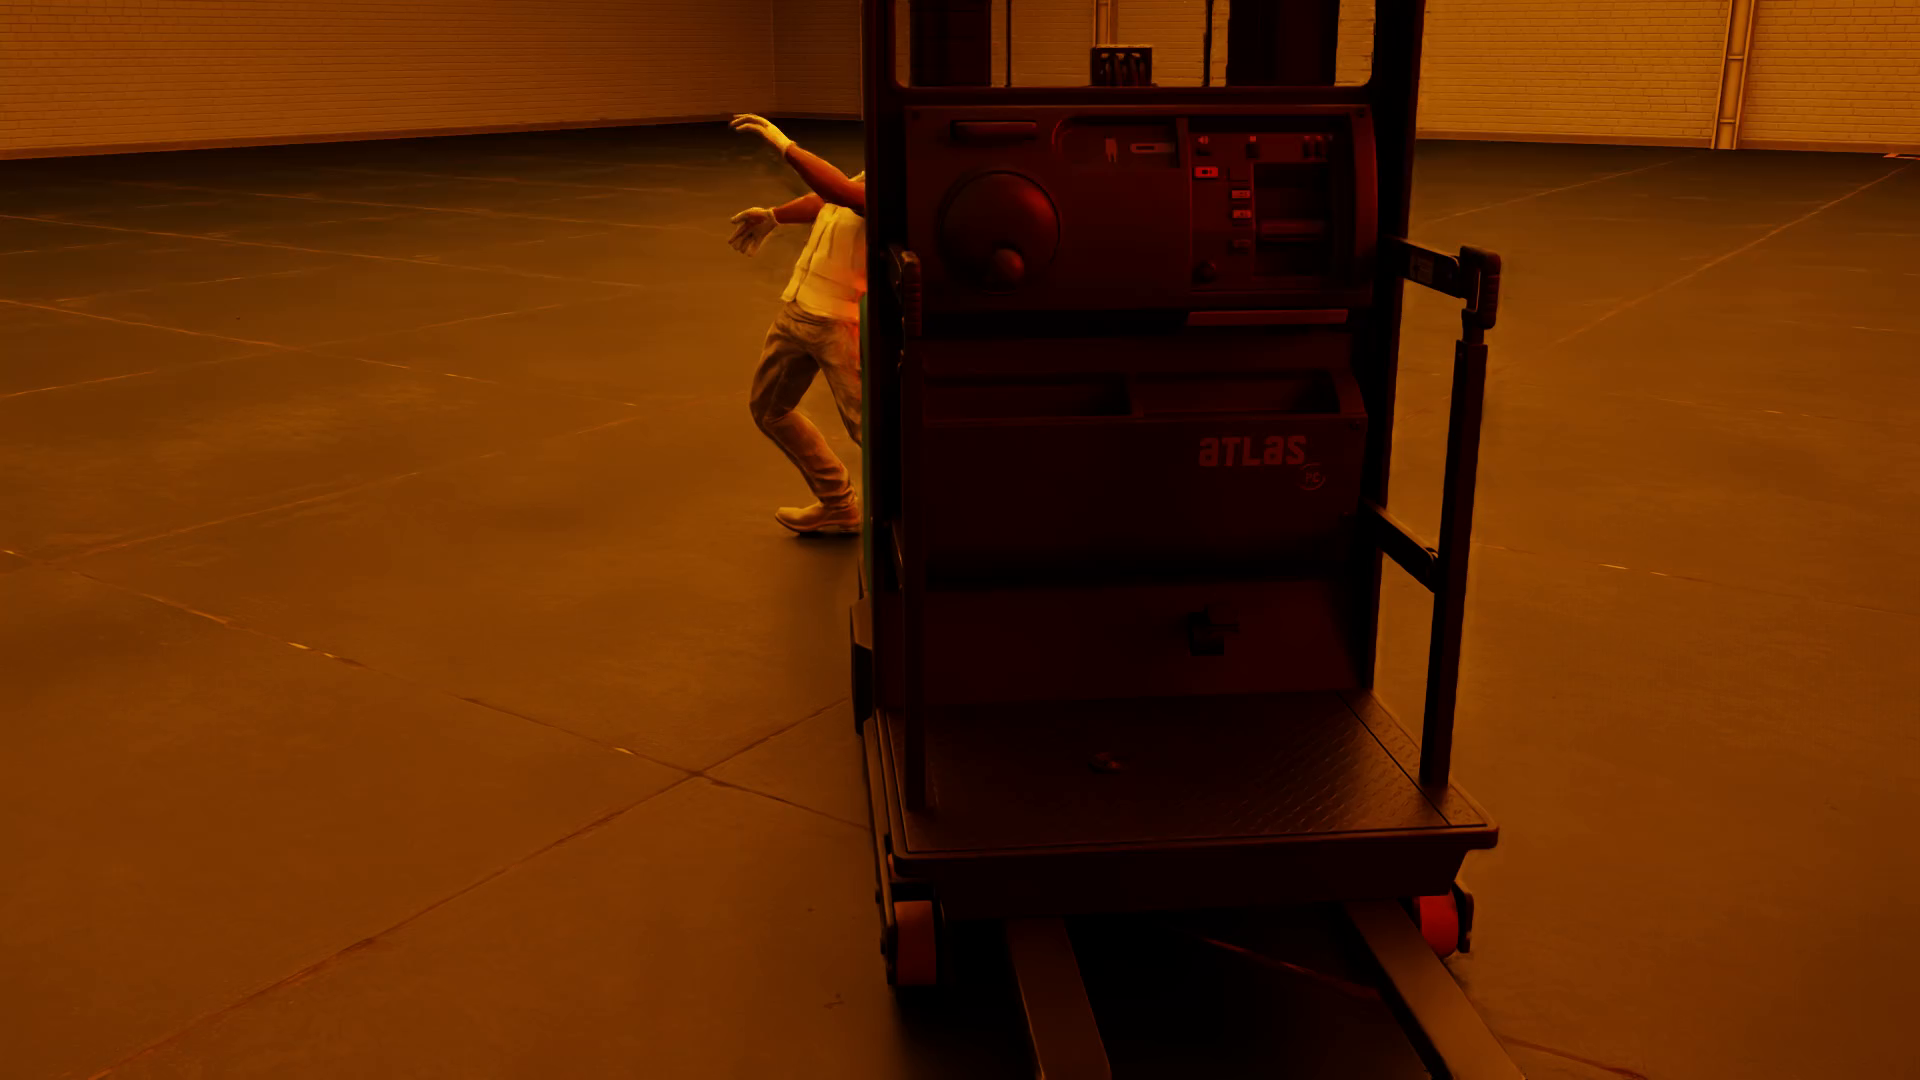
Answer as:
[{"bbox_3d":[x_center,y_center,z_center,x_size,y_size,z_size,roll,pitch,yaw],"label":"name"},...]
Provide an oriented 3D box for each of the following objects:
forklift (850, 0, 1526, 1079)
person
[{"bbox_3d":[0.381,-0.663,3.051,1.130,2.935,3.031,-2,17,-6],"label":"forklift"},{"bbox_3d":[-0.477,-0.764,5.749,0.786,1.539,1.073,-11,20,-33],"label":"person"}]
